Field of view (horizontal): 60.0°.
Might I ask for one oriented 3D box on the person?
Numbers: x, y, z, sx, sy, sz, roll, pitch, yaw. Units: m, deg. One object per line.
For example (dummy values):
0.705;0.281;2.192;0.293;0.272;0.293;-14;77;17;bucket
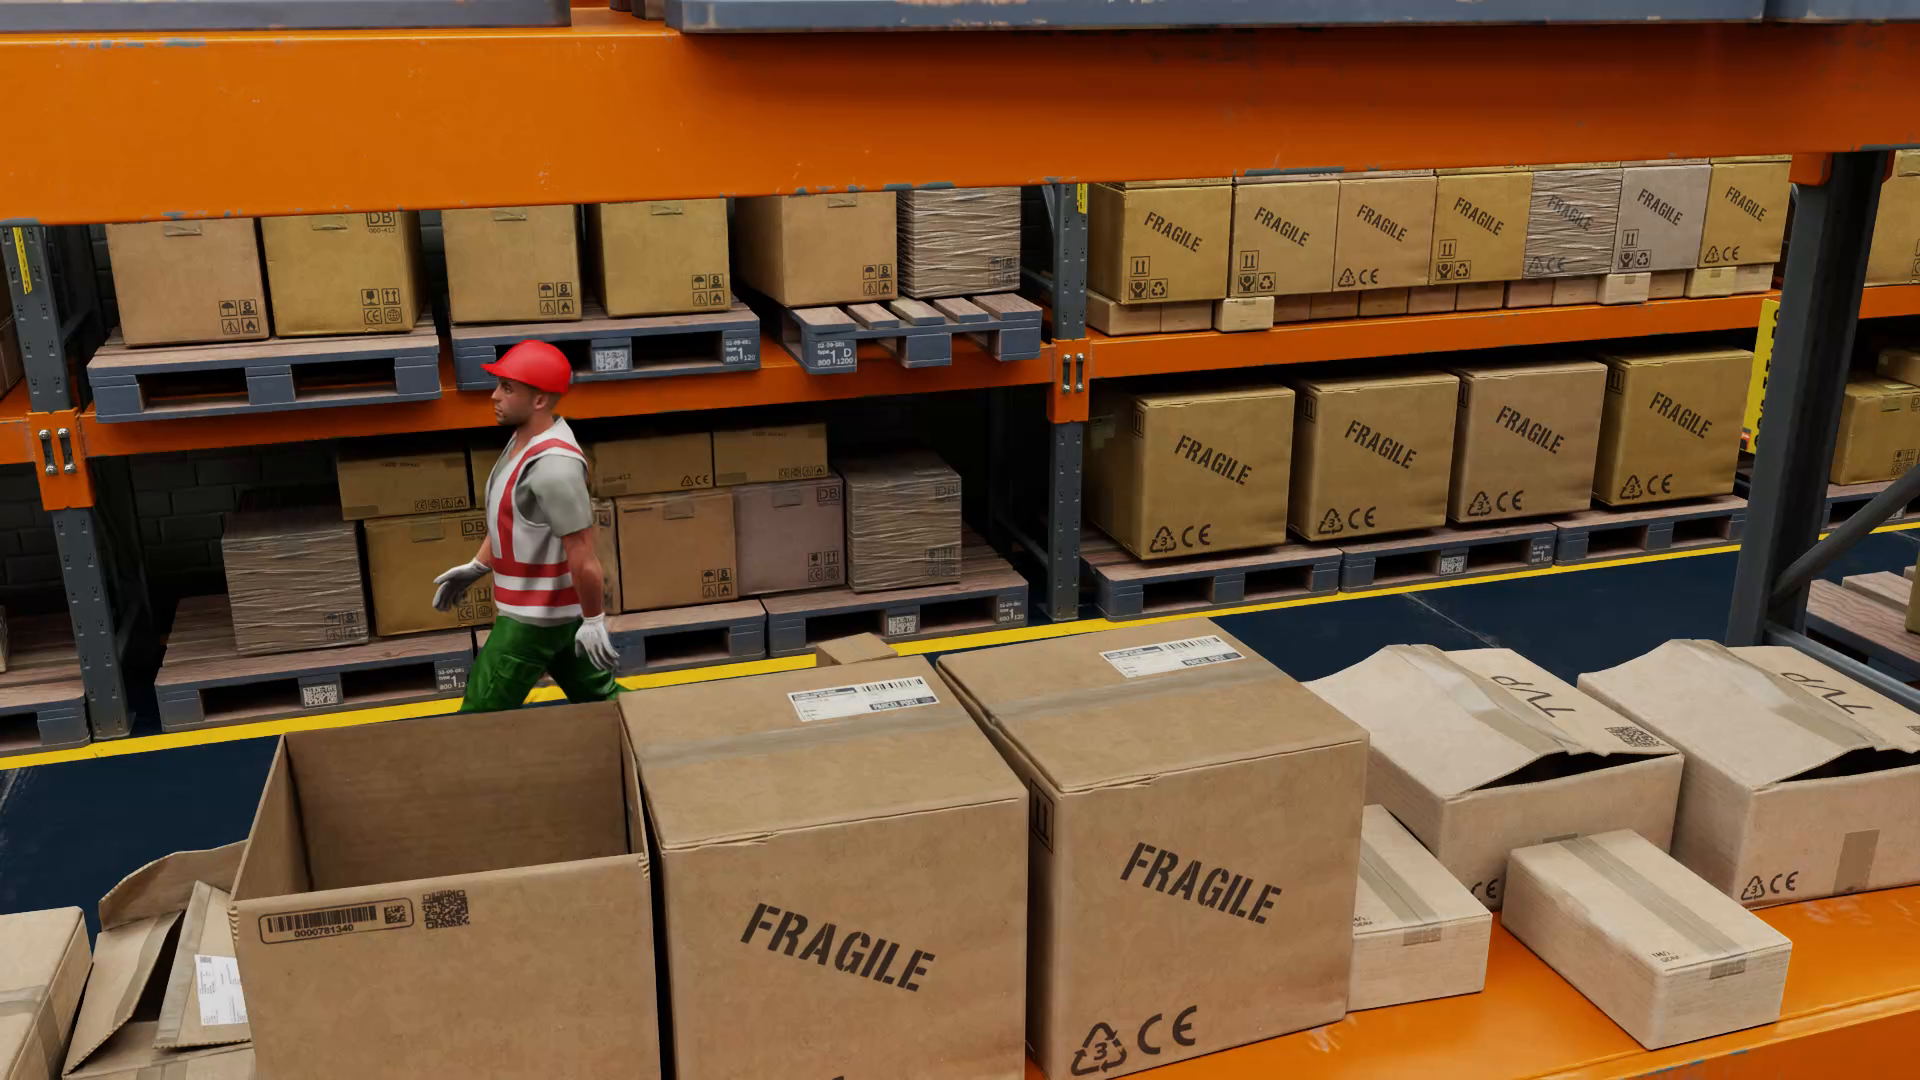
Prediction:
-1.426;0.200;5.468;1.089;1.735;0.538;-5;20;-15;person
